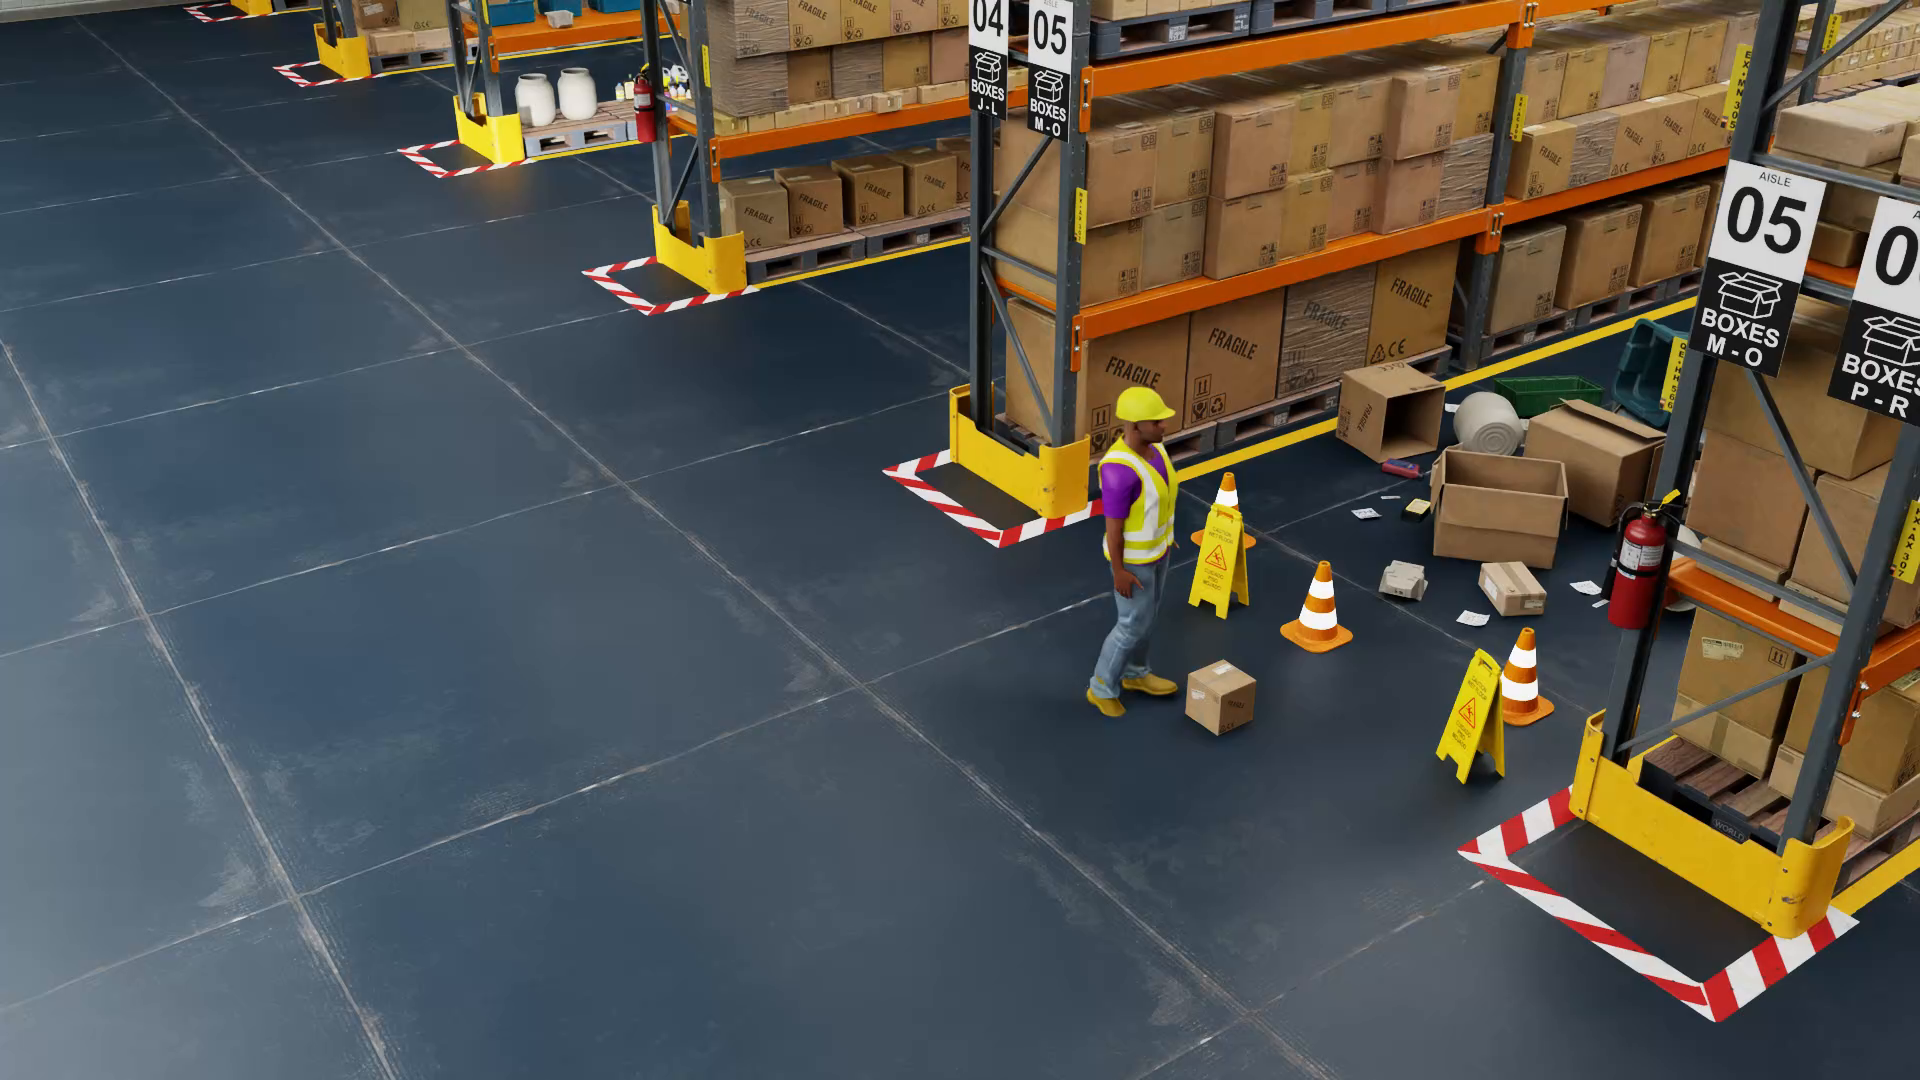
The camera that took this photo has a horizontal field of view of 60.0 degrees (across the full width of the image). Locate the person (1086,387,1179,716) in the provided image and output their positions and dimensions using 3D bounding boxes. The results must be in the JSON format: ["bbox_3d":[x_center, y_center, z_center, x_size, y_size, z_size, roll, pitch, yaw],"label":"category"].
[{"bbox_3d":[0.936,0.089,8.511,0.418,1.849,0.577,13,31,23],"label":"person"}]
